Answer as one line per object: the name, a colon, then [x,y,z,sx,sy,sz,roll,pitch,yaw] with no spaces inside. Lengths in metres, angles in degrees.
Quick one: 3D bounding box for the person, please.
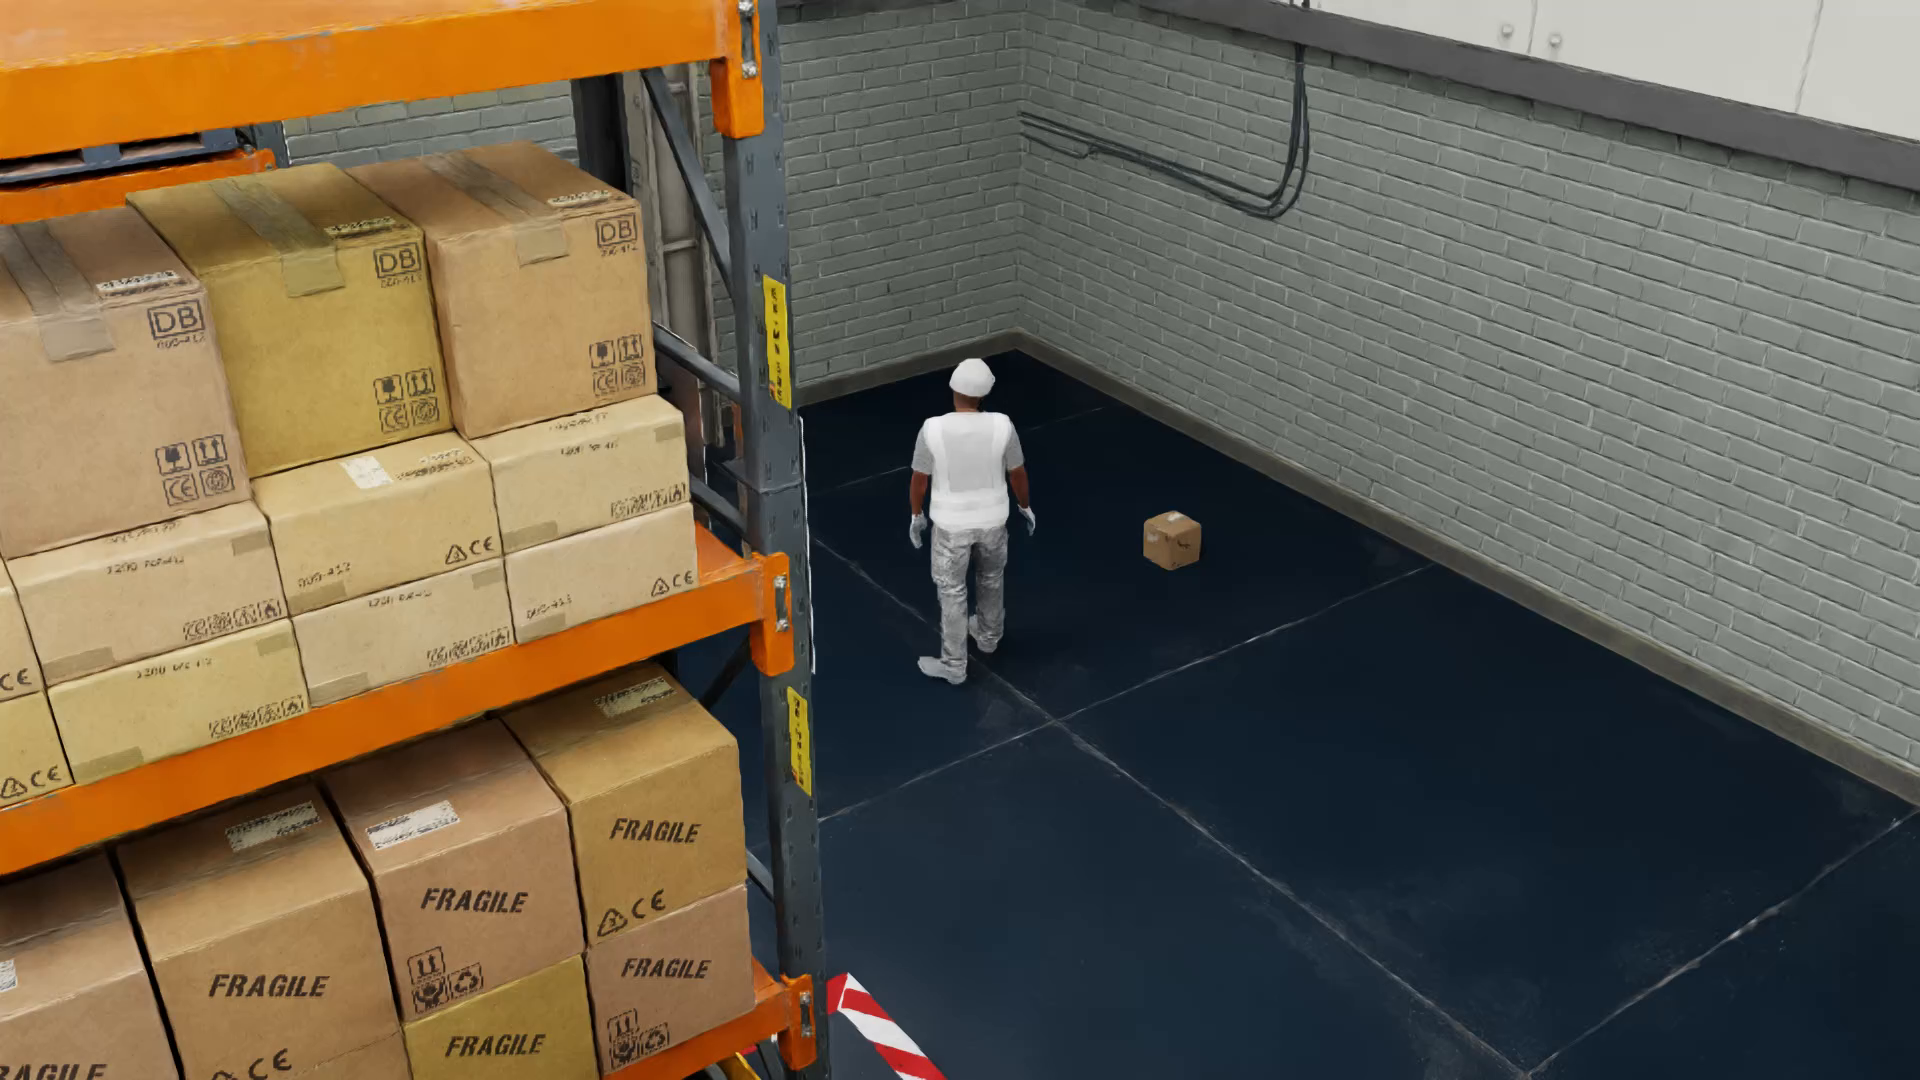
person: [0.063,-0.147,8.821,0.684,1.783,0.589,-6,29,-12]
